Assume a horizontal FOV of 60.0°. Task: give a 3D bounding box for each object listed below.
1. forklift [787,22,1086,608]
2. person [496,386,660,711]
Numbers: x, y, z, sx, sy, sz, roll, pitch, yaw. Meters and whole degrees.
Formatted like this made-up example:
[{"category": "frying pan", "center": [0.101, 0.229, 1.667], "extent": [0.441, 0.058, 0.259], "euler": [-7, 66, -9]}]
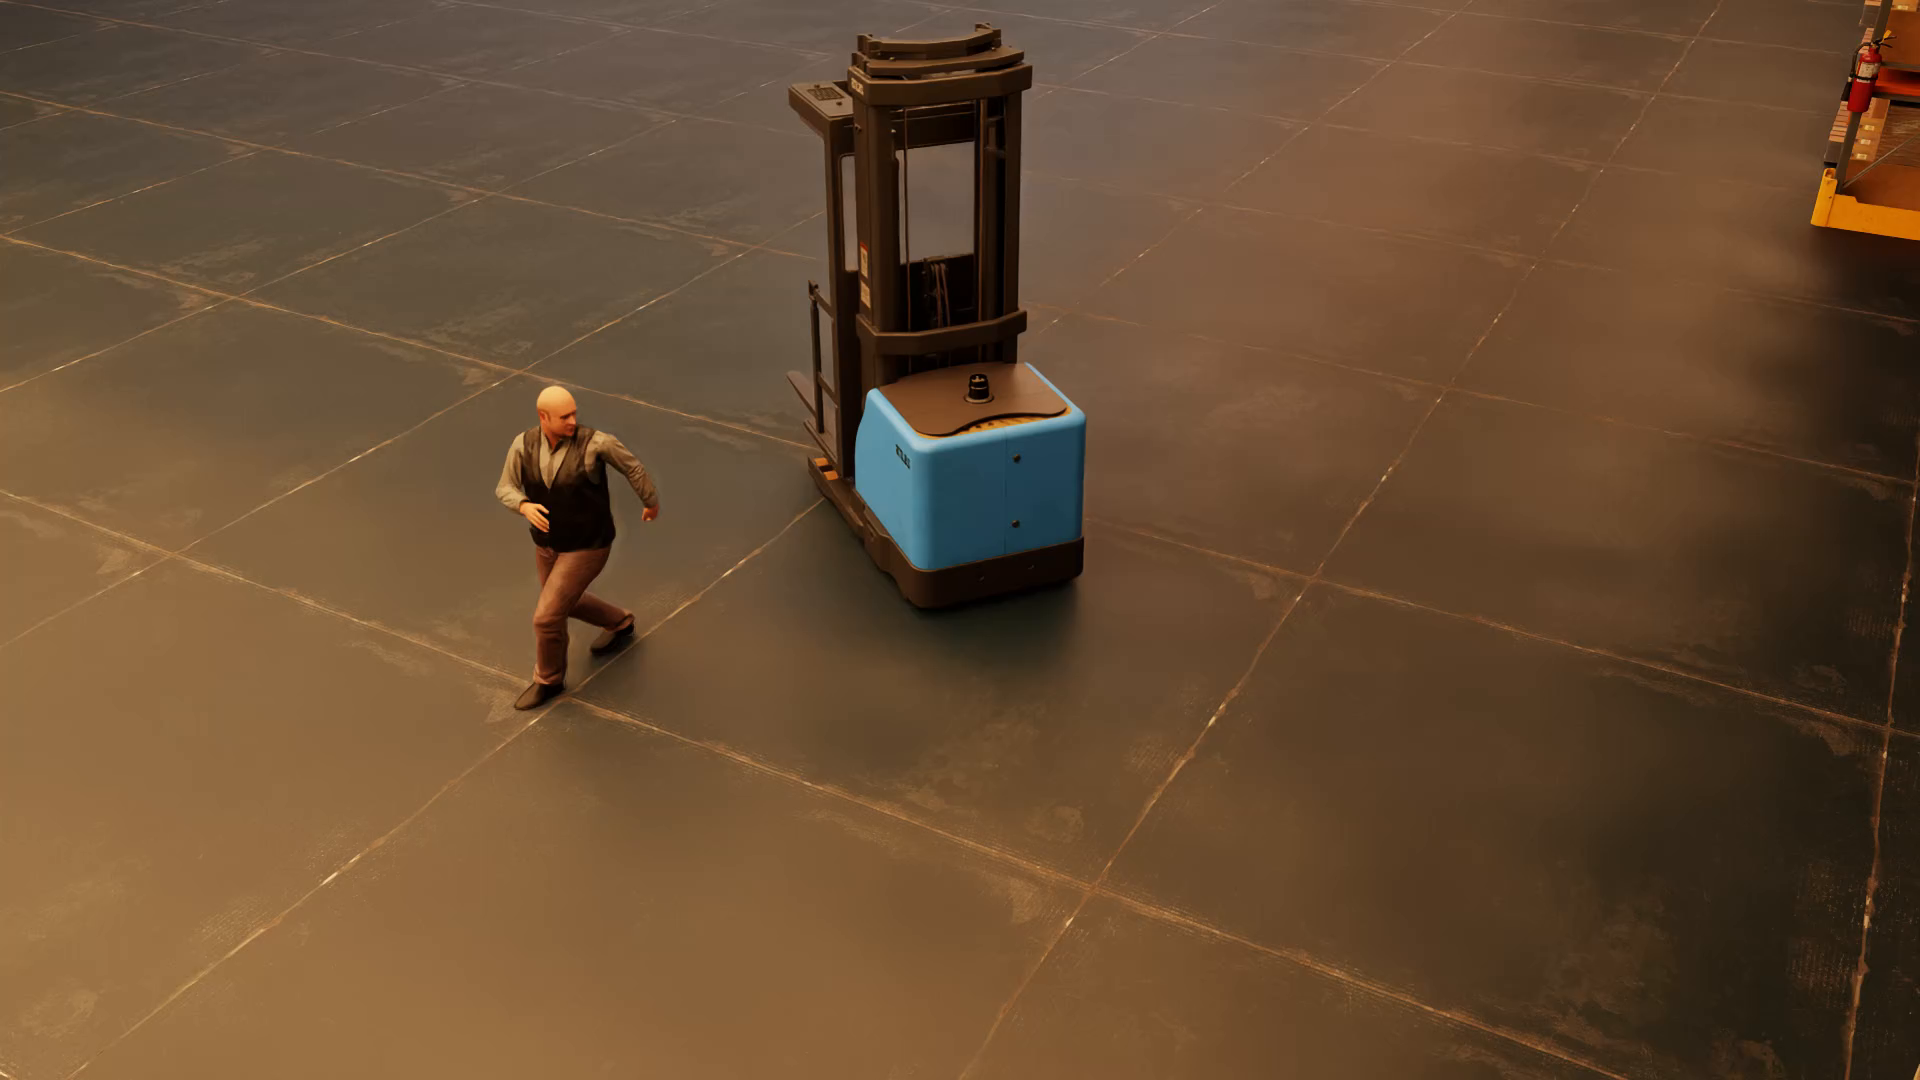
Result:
[{"category": "forklift", "center": [-0.321, -1.612, 9.863], "extent": [1.130, 2.935, 3.031], "euler": [-12, 32, -19]}, {"category": "person", "center": [-1.977, -0.007, 8.413], "extent": [0.551, 1.650, 0.936], "euler": [17, 34, 27]}]
